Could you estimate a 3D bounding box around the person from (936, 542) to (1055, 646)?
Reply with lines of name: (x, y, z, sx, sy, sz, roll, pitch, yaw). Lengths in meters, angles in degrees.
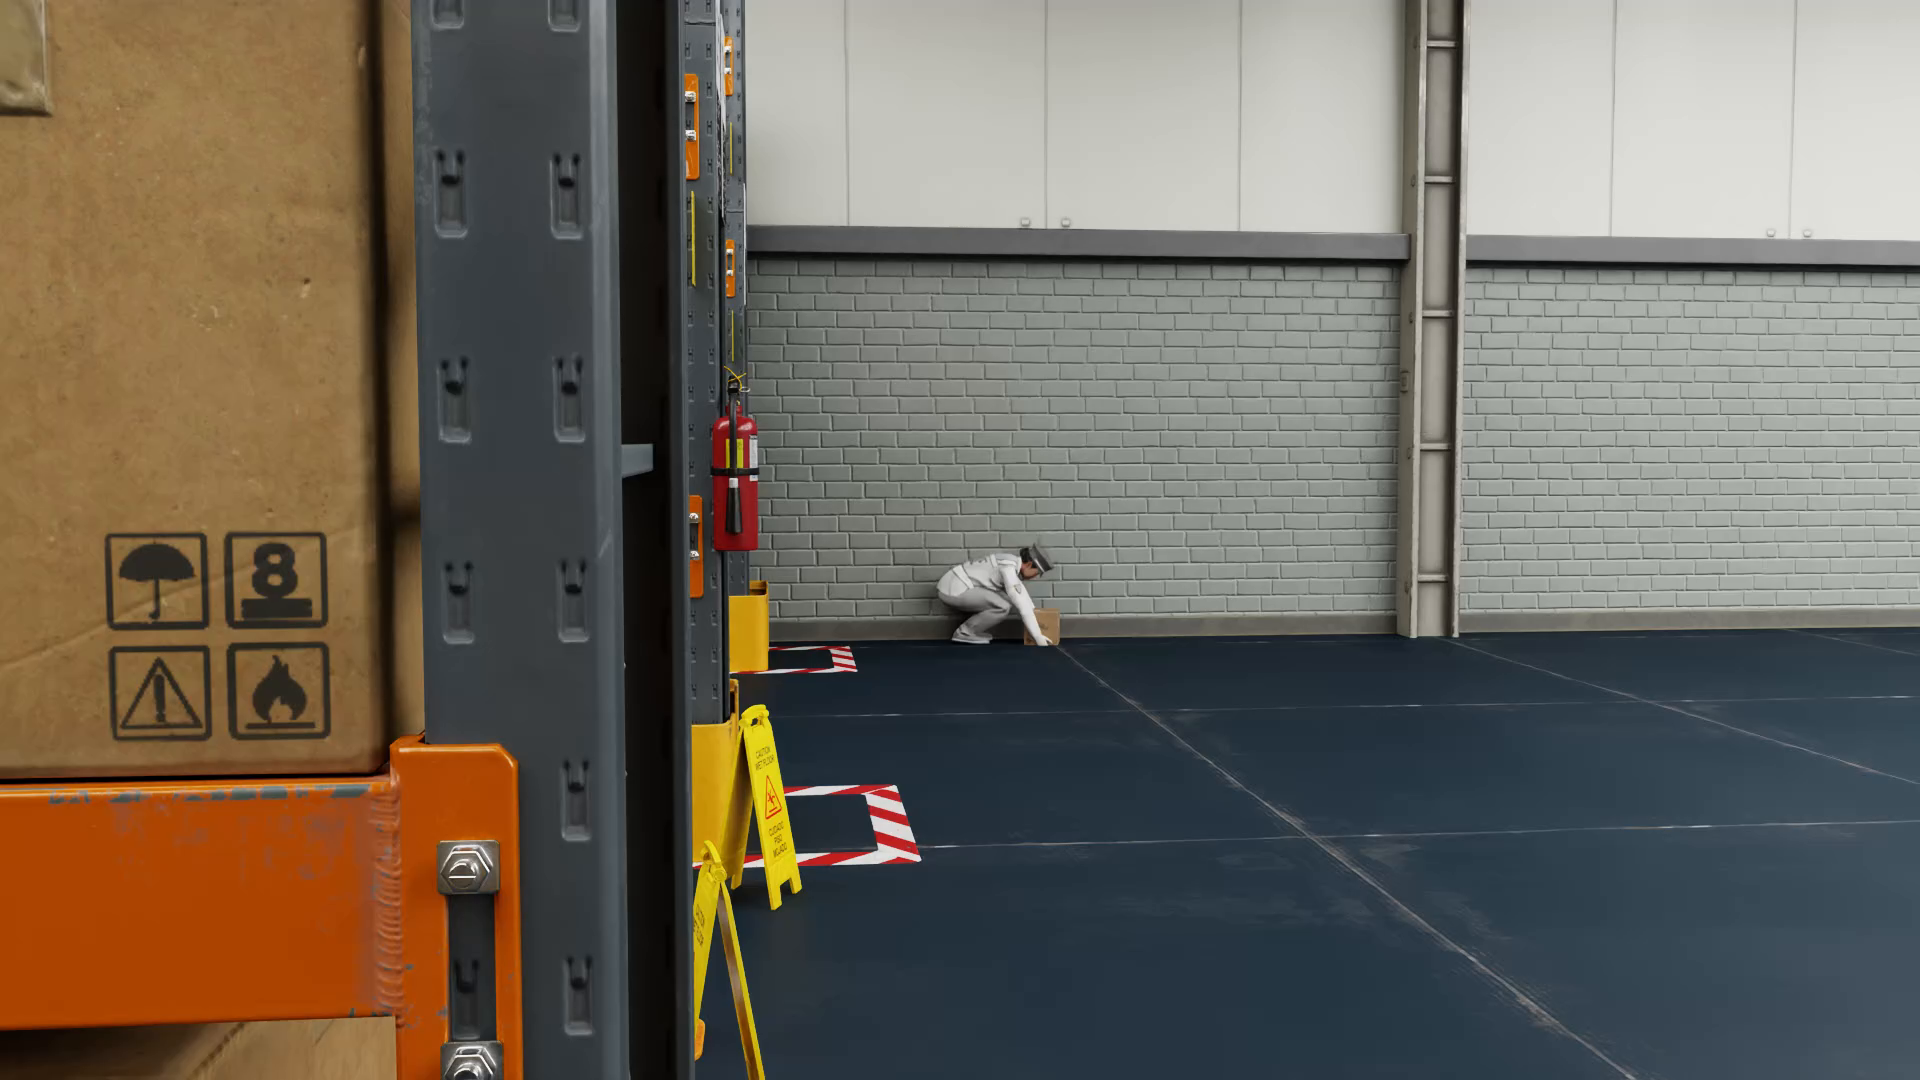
person: (0.270, 0.433, 12.504, 0.893, 0.832, 0.473, 0, 4, 6)
